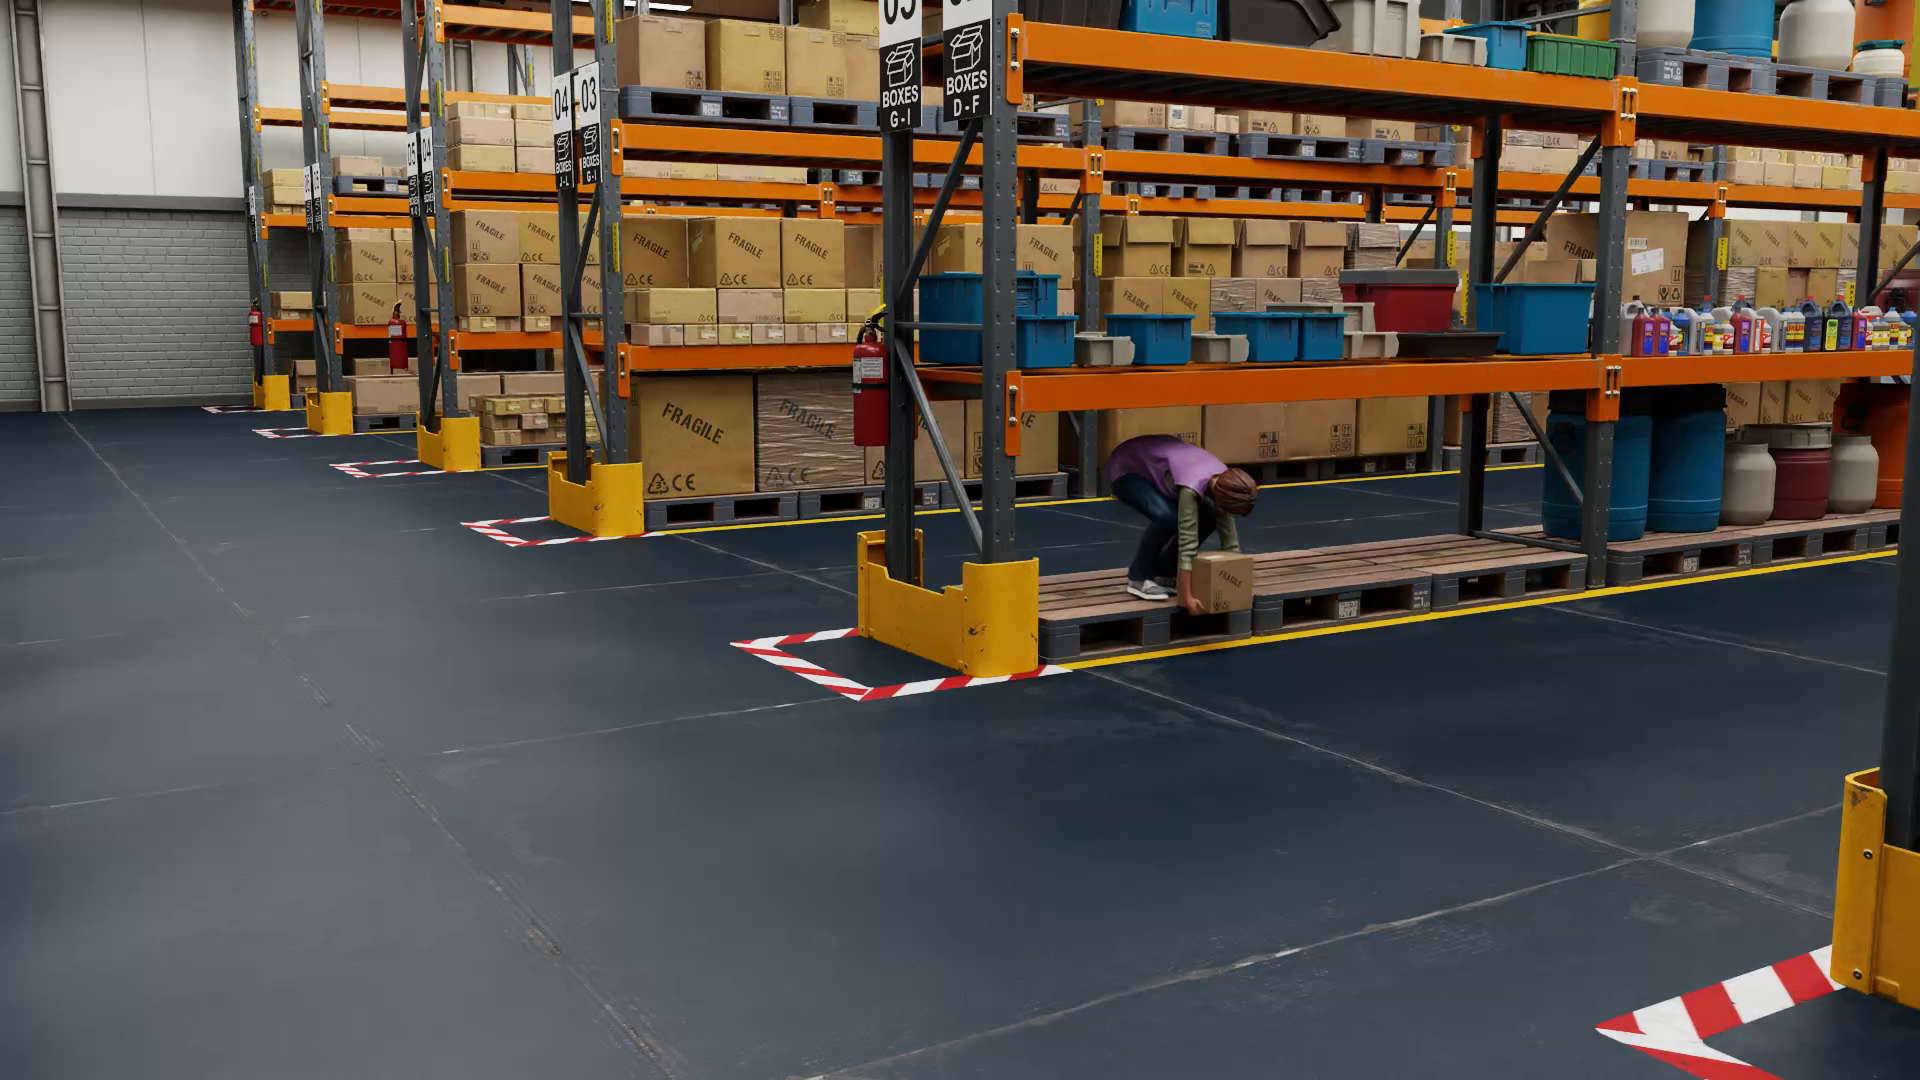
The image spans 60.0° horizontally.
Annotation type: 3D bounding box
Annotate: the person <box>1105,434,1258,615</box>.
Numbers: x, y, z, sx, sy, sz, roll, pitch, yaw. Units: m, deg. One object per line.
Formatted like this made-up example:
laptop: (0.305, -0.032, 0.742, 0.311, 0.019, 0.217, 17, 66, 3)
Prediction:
person: (1.059, -0.087, 7.915, 0.423, 0.811, 0.866, -7, 11, -39)
